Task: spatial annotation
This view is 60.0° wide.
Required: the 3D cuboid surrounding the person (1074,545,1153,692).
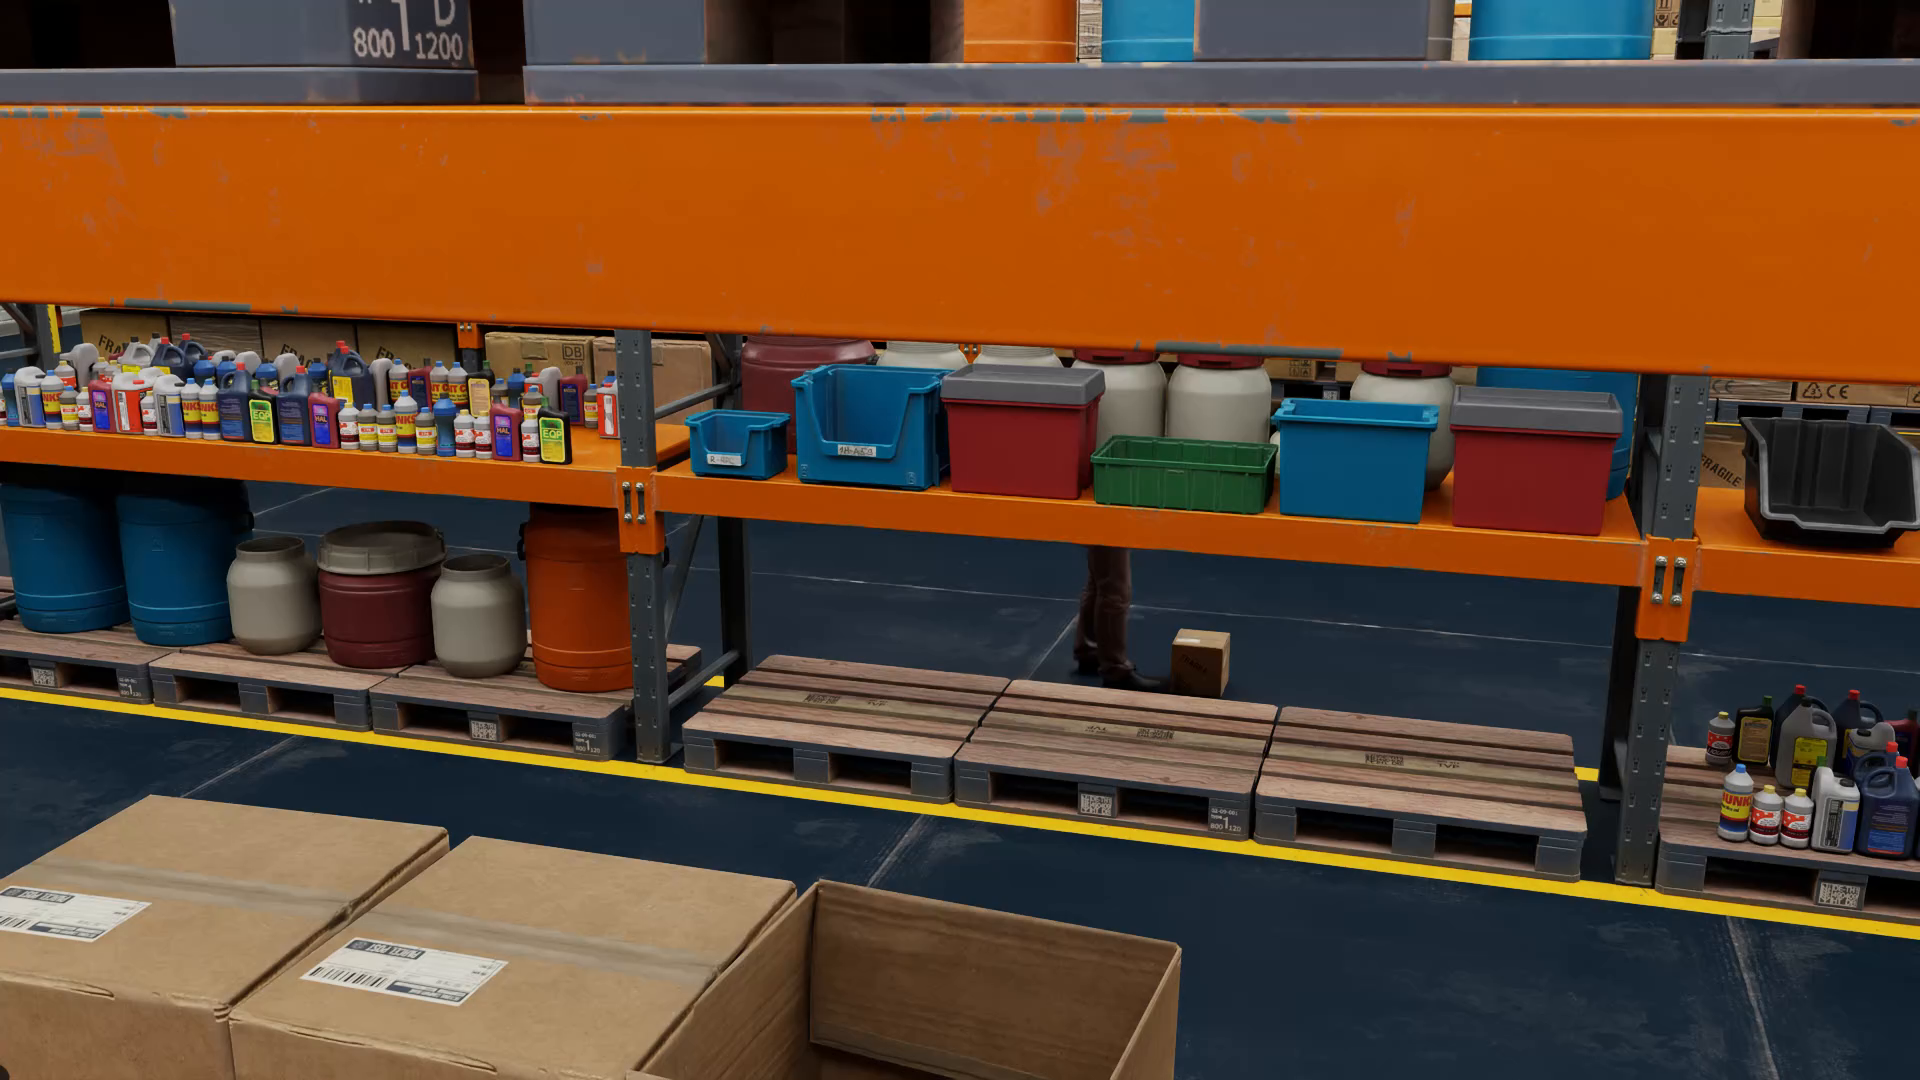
[{"bbox_3d":[0.771,-0.141,8.103,0.447,1.720,0.537,5,16,17],"label":"person"}]
